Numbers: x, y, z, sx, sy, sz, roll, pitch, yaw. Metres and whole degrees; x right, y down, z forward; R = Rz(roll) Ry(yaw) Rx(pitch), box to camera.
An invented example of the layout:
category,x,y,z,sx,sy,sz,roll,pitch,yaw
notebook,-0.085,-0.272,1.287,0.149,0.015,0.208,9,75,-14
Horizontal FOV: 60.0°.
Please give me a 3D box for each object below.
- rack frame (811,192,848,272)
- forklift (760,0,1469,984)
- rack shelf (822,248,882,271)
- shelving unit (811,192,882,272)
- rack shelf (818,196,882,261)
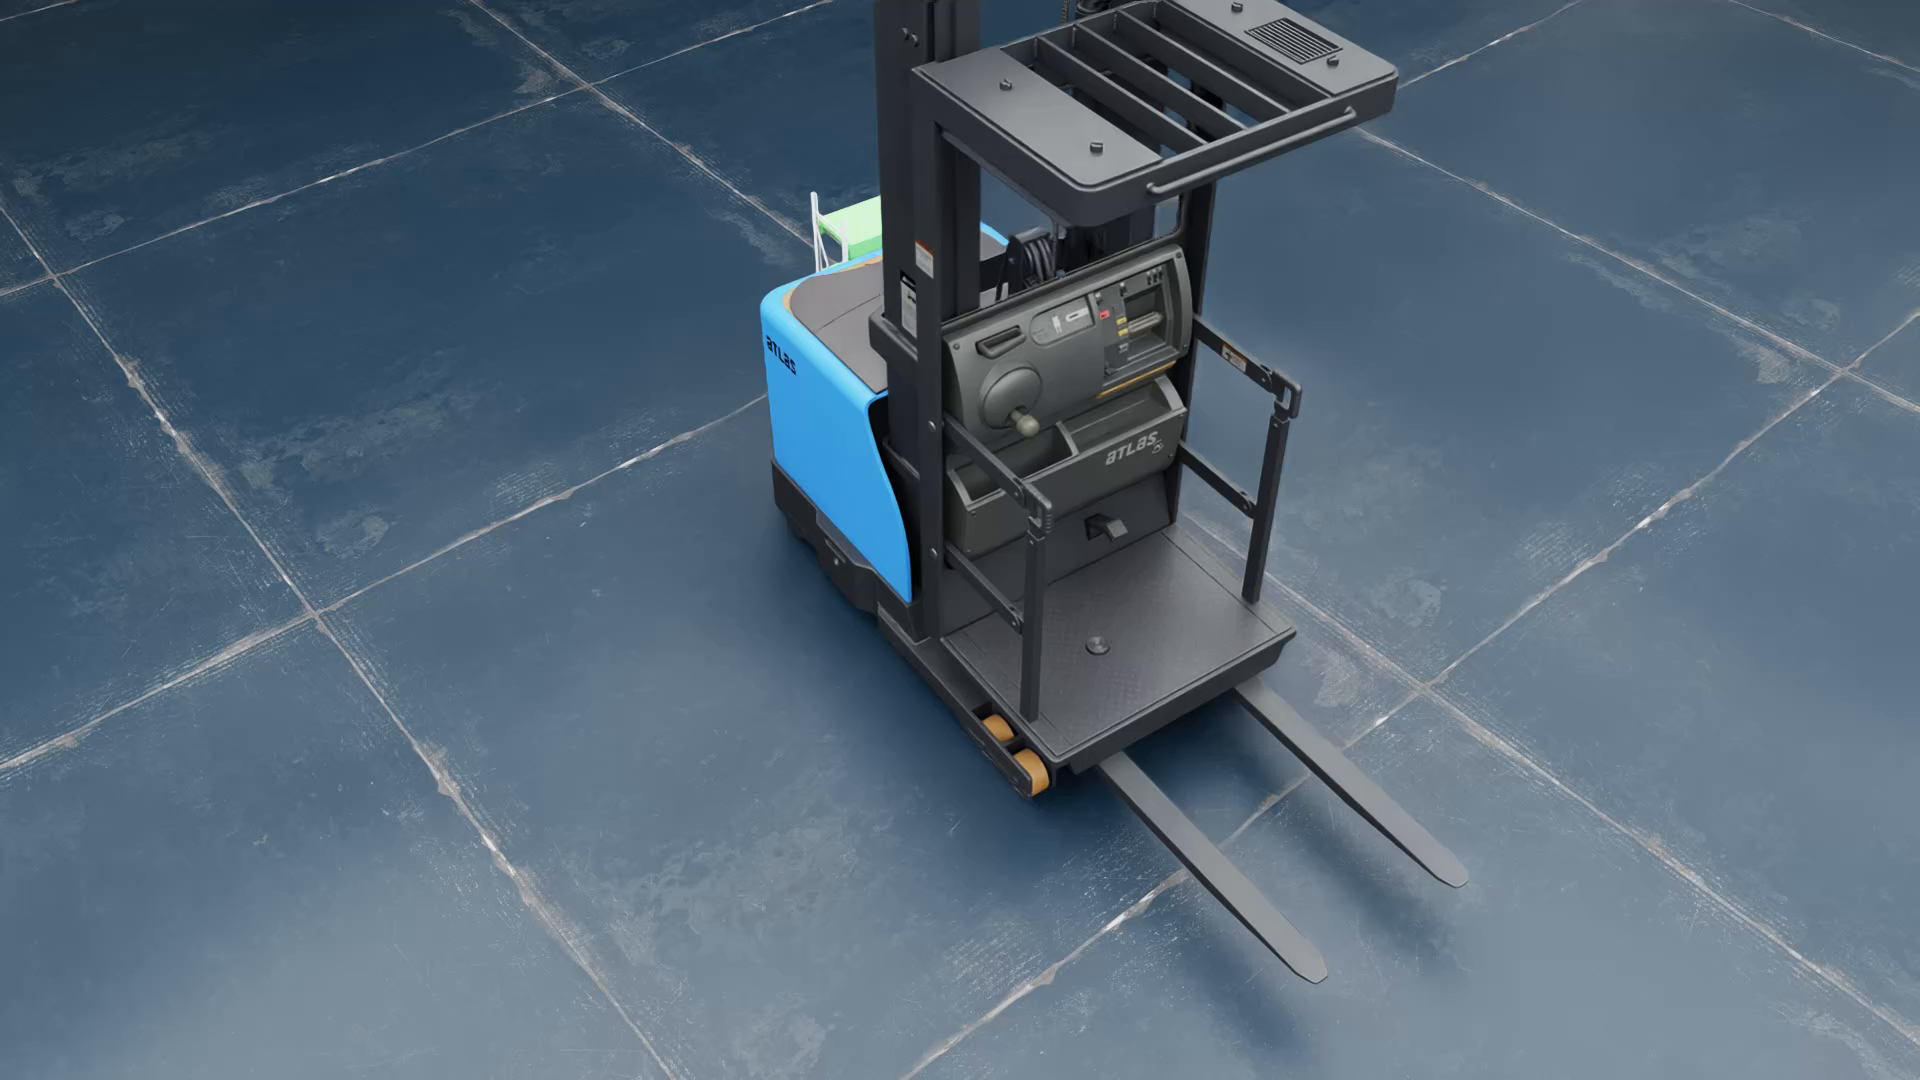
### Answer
category,x,y,z,sx,sy,sz,roll,pitch,yaw
rack frame,-0.502,-0.838,6.766,0.015,1.200,0.240,-25,49,-24
forklift,0.488,-0.553,5.198,1.130,2.935,3.031,-25,49,-24
rack shelf,-0.301,-1.061,6.746,0.480,0.148,0.258,-25,49,-24
shelving unit,-0.301,-0.933,6.866,0.503,1.200,0.258,-25,49,-24
rack shelf,-0.301,-1.236,6.582,0.480,0.148,0.258,-25,49,-24
